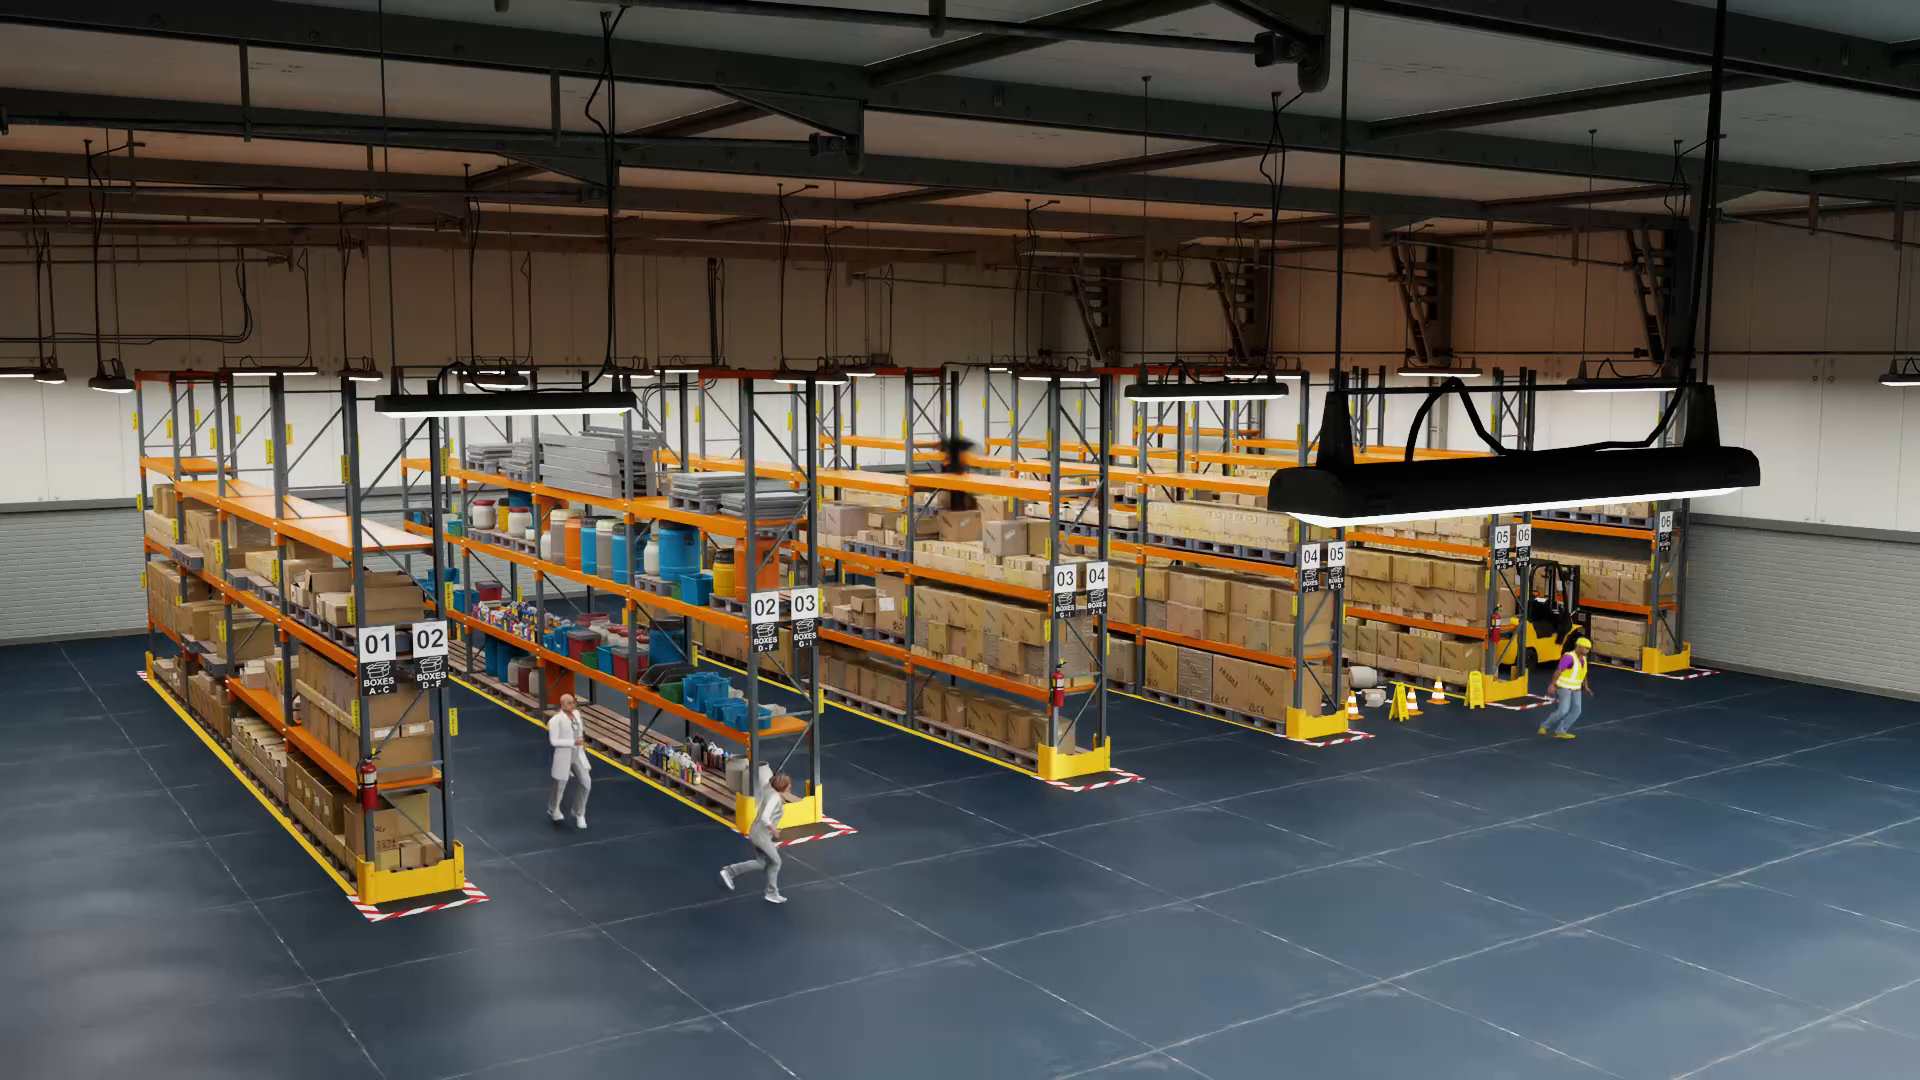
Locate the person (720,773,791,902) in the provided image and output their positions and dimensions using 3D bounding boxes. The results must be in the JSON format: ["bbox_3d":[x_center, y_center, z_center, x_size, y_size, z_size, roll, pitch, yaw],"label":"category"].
[{"bbox_3d":[-2.341,3.448,19.064,0.826,1.549,0.539,-1,6,-6],"label":"person"}]

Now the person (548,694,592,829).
[{"bbox_3d":[-5.232,2.955,22.194,0.643,1.836,0.910,-6,9,-45],"label":"person"}]

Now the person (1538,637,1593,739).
[{"bbox_3d":[9.938,2.415,27.219,0.834,1.685,0.688,-5,8,-38],"label":"person"}]
